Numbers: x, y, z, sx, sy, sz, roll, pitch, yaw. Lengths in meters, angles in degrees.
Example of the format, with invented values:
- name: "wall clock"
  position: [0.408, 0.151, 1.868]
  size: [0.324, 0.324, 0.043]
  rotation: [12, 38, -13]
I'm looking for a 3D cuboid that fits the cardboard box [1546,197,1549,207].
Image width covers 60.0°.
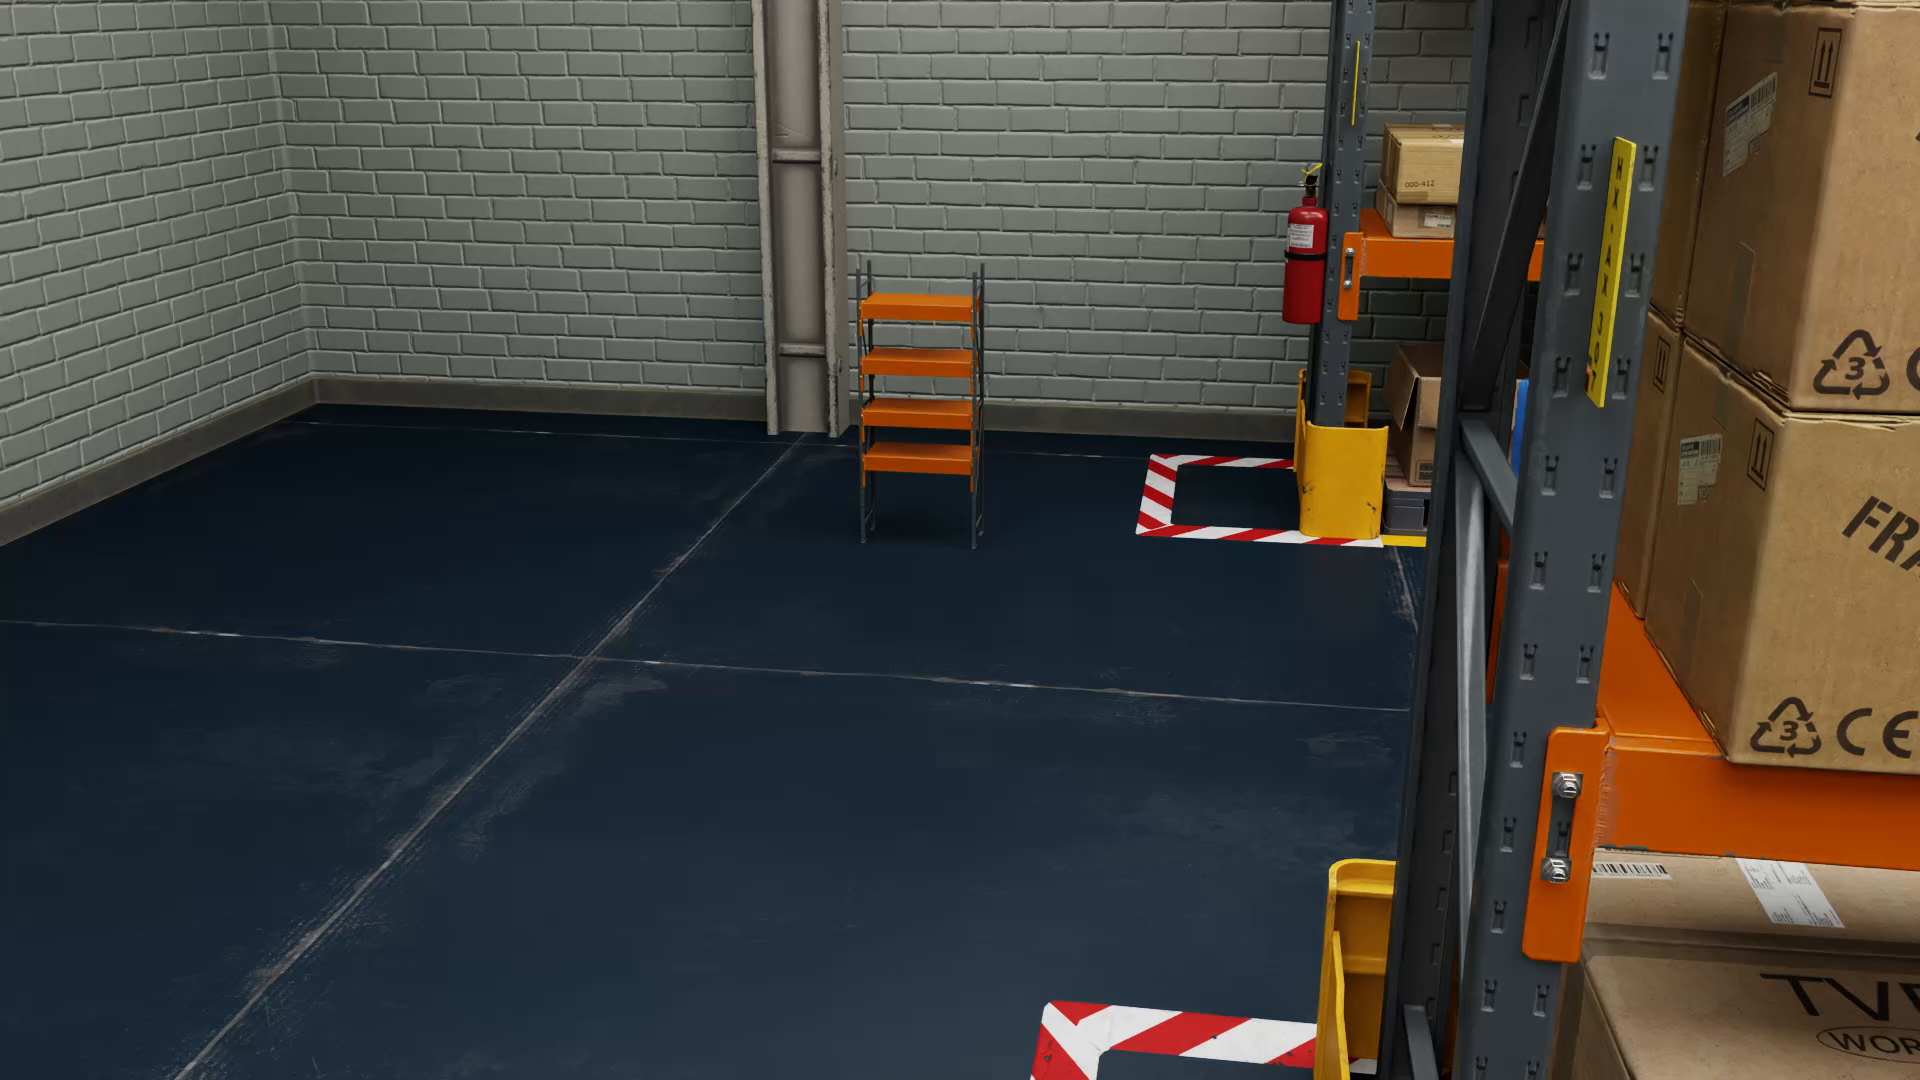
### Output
- name: "cardboard box"
  position: [2.595, -1.553, 6.984]
  size: [0.500, 0.250, 0.500]
  rotation: [3, 19, 9]

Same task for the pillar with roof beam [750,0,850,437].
- name: "pillar with roof beam"
  position: [-1.510, -3.530, 3.670]
  size: [0.400, 9.000, 9.100]
  rotation: [3, 19, 9]

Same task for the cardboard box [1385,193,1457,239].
- name: "cardboard box"
  position: [1.973, -1.394, 7.137]
  size: [0.250, 0.149, 0.380]
  rotation: [3, 19, 8]

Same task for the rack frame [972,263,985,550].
- name: "rack frame"
  position: [0.077, -0.565, 7.101]
  size: [0.015, 1.200, 0.240]
  rotation: [3, 19, 9]

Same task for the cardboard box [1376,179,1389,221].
- name: "cardboard box"
  position: [2.062, -1.564, 7.645]
  size: [0.250, 0.149, 0.380]
  rotation: [3, 19, 8]

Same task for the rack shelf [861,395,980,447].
- name: "rack shelf"
  position: [-0.163, -0.514, 7.159]
  size: [0.480, 0.148, 0.258]
  rotation: [3, 19, 9]

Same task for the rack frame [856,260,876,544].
- name: "rack frame"
  position: [-0.404, -0.590, 7.174]
  size: [0.015, 1.200, 0.240]
  rotation: [3, 19, 9]

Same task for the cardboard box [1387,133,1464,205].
- name: "cardboard box"
  position: [2.097, -1.578, 7.060]
  size: [0.500, 0.250, 0.500]
  rotation: [3, 19, 9]

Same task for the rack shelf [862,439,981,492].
- name: "rack shelf"
  position: [-0.163, -0.325, 7.222]
  size: [0.480, 0.148, 0.258]
  rotation: [3, 19, 9]

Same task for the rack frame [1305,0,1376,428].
- name: "rack frame"
  position: [1.692, -1.615, 7.404]
  size: [0.127, 3.000, 1.000]
  rotation: [3, 19, 9]

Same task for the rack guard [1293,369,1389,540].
- name: "rack guard"
  position: [1.767, -0.426, 7.789]
  size: [0.348, 0.500, 1.175]
  rotation: [3, 19, 9]

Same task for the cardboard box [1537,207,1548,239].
- name: "cardboard box"
  position: [2.496, -1.393, 7.135]
  size: [0.250, 0.149, 0.380]
  rotation: [3, 19, 8]

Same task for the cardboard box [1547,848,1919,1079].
- name: "cardboard box"
  position: [1.576, 0.958, 3.090]
  size: [0.875, 0.438, 0.875]
  rotation: [2, 19, 7]

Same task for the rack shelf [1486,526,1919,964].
- name: "rack shelf"
  position: [2.883, 0.382, 2.569]
  size: [4.000, 0.370, 1.077]
  rotation: [3, 19, 9]

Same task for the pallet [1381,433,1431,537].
- name: "pallet"
  position: [2.554, -0.249, 7.716]
  size: [1.213, 0.211, 1.003]
  rotation: [3, 19, 9]

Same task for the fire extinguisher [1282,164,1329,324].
- name: "fire extinguisher"
  position: [1.473, -1.264, 7.064]
  size: [0.183, 0.674, 0.296]
  rotation: [3, 19, 9]

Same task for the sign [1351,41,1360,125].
- name: "sign"
  position: [1.606, -1.856, 6.758]
  size: [0.005, 0.325, 0.100]
  rotation: [3, 19, 9]

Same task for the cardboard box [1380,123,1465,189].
- name: "cardboard box"
  position: [2.188, -1.745, 7.559]
  size: [0.500, 0.250, 0.500]
  rotation: [3, 19, 10]

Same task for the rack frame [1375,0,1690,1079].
- name: "rack frame"
  position: [0.908, -0.060, 2.755]
  size: [0.127, 3.000, 1.000]
  rotation: [3, 19, 9]

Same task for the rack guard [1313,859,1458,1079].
- name: "rack guard"
  position: [0.885, 1.124, 3.156]
  size: [0.348, 0.500, 1.175]
  rotation: [3, 19, 9]

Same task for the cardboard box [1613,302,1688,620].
- name: "cardboard box"
  position: [1.427, -0.166, 2.915]
  size: [0.500, 0.500, 0.500]
  rotation: [3, 19, 9]

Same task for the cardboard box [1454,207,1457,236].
- name: "cardboard box"
  position: [2.232, -1.395, 7.142]
  size: [0.250, 0.149, 0.380]
  rotation: [3, 19, 10]

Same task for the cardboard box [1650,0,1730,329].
- name: "cardboard box"
  position: [1.422, -0.632, 2.731]
  size: [0.500, 0.500, 0.500]
  rotation: [4, 19, 10]

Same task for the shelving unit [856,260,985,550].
- name: "shelving unit"
  position: [-0.163, -0.577, 7.138]
  size: [0.503, 1.200, 0.258]
  rotation: [3, 19, 9]

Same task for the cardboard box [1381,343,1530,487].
- name: "cardboard box"
  position: [2.281, -0.570, 7.552]
  size: [0.637, 0.503, 0.797]
  rotation: [2, 19, 6]

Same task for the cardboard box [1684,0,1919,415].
- name: "cardboard box"
  position: [1.337, -0.468, 2.242]
  size: [0.500, 0.500, 0.500]
  rotation: [3, 19, 7]

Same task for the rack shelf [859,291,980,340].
- name: "rack shelf"
  position: [-0.163, -0.950, 7.013]
  size: [0.480, 0.148, 0.258]
  rotation: [3, 19, 9]

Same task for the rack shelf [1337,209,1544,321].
- name: "rack shelf"
  position: [3.667, -1.174, 7.217]
  size: [4.000, 0.370, 1.077]
  rotation: [3, 19, 9]

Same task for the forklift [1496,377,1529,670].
- name: "forklift"
  position: [3.317, -0.735, 4.881]
  size: [3.031, 2.935, 1.130]
  rotation: [2, 19, 7]

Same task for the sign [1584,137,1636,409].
- name: "sign"
  position: [0.814, -0.335, 2.087]
  size: [0.005, 0.325, 0.100]
  rotation: [3, 19, 9]

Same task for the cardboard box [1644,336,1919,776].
- name: "cardboard box"
  position: [1.337, 0.007, 2.399]
  size: [0.500, 0.500, 0.500]
  rotation: [3, 19, 8]

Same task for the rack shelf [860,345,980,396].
- name: "rack shelf"
  position: [-0.163, -0.726, 7.088]
  size: [0.480, 0.148, 0.258]
  rotation: [3, 19, 9]
